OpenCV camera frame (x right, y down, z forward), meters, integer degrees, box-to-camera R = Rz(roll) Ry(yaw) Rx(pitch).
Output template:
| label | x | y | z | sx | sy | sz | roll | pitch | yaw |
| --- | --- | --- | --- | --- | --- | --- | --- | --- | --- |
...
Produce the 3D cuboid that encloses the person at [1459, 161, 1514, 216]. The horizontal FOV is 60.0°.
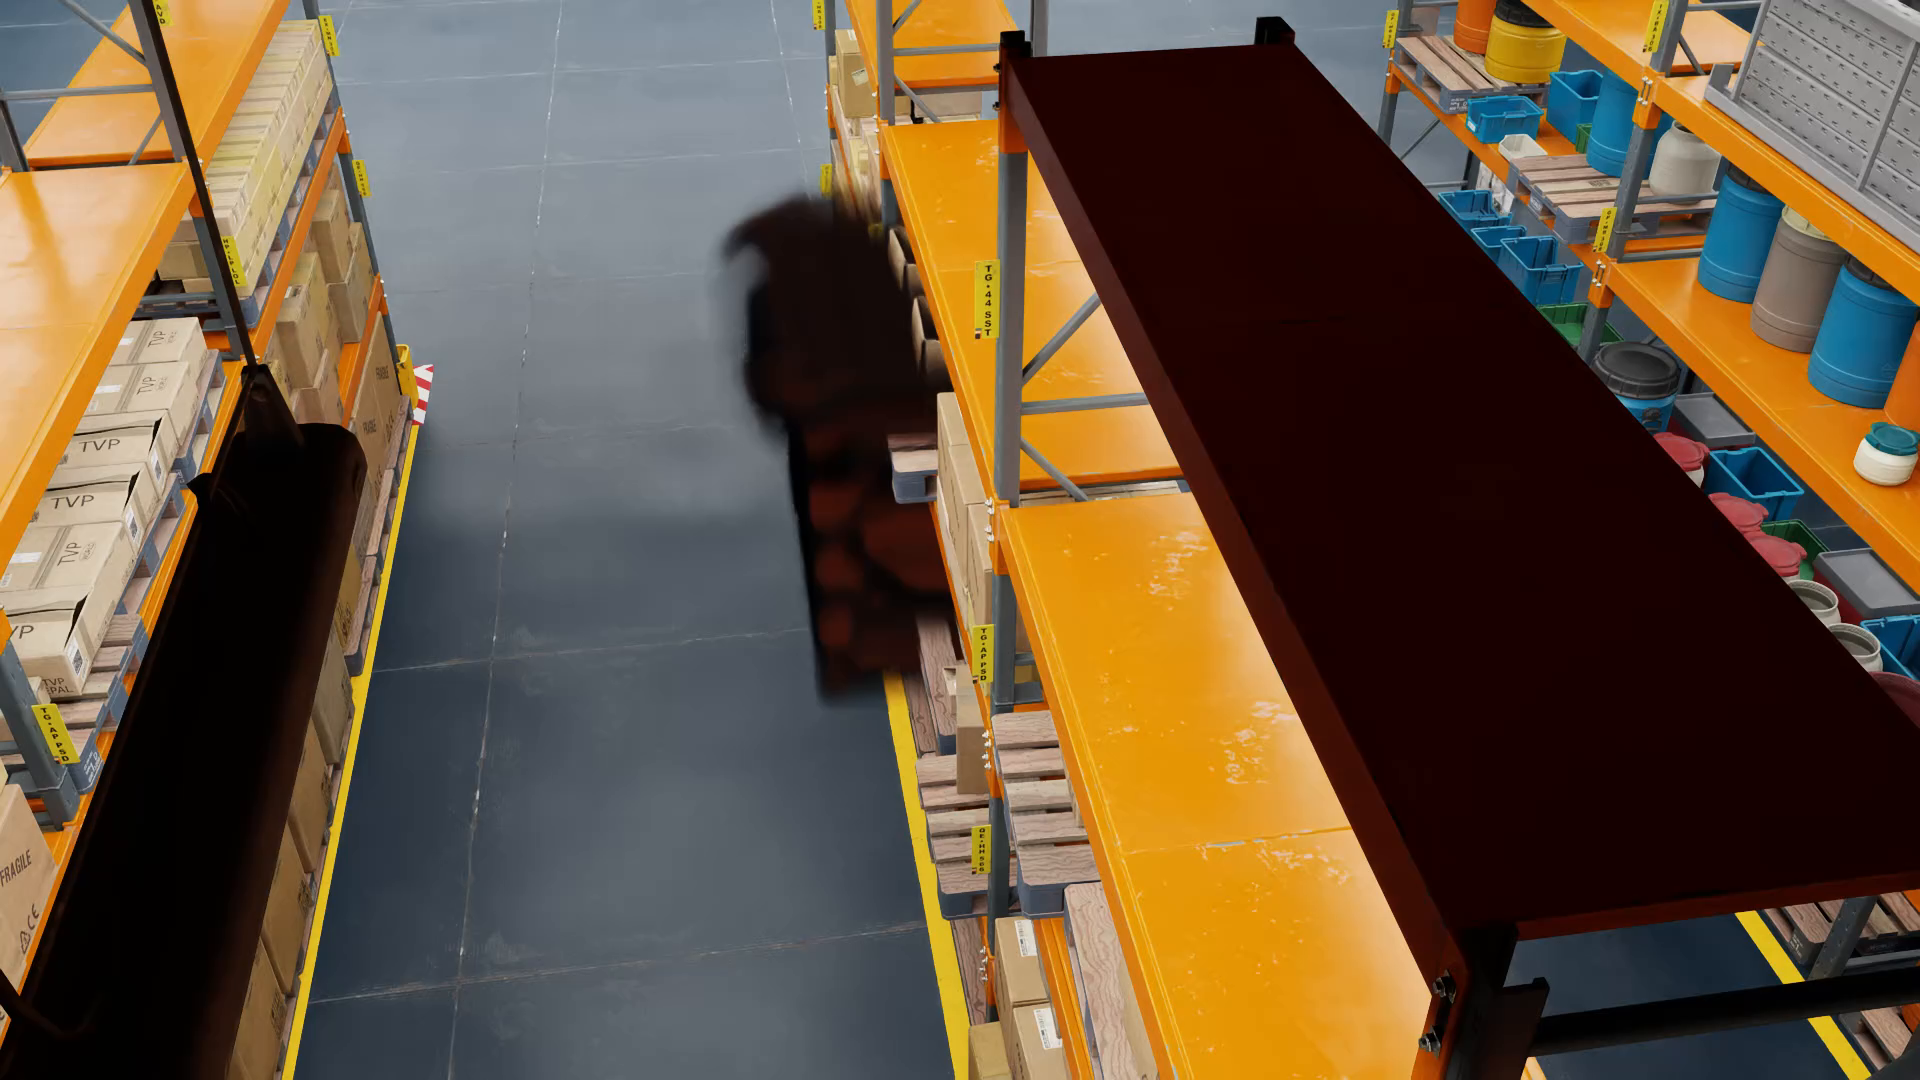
| label | x | y | z | sx | sy | sz | roll | pitch | yaw |
| --- | --- | --- | --- | --- | --- | --- | --- | --- | --- |
| person | 5.190 | -3.317 | 16.558 | 0.431 | 1.694 | 0.513 | -8 | 37 | -11 |
